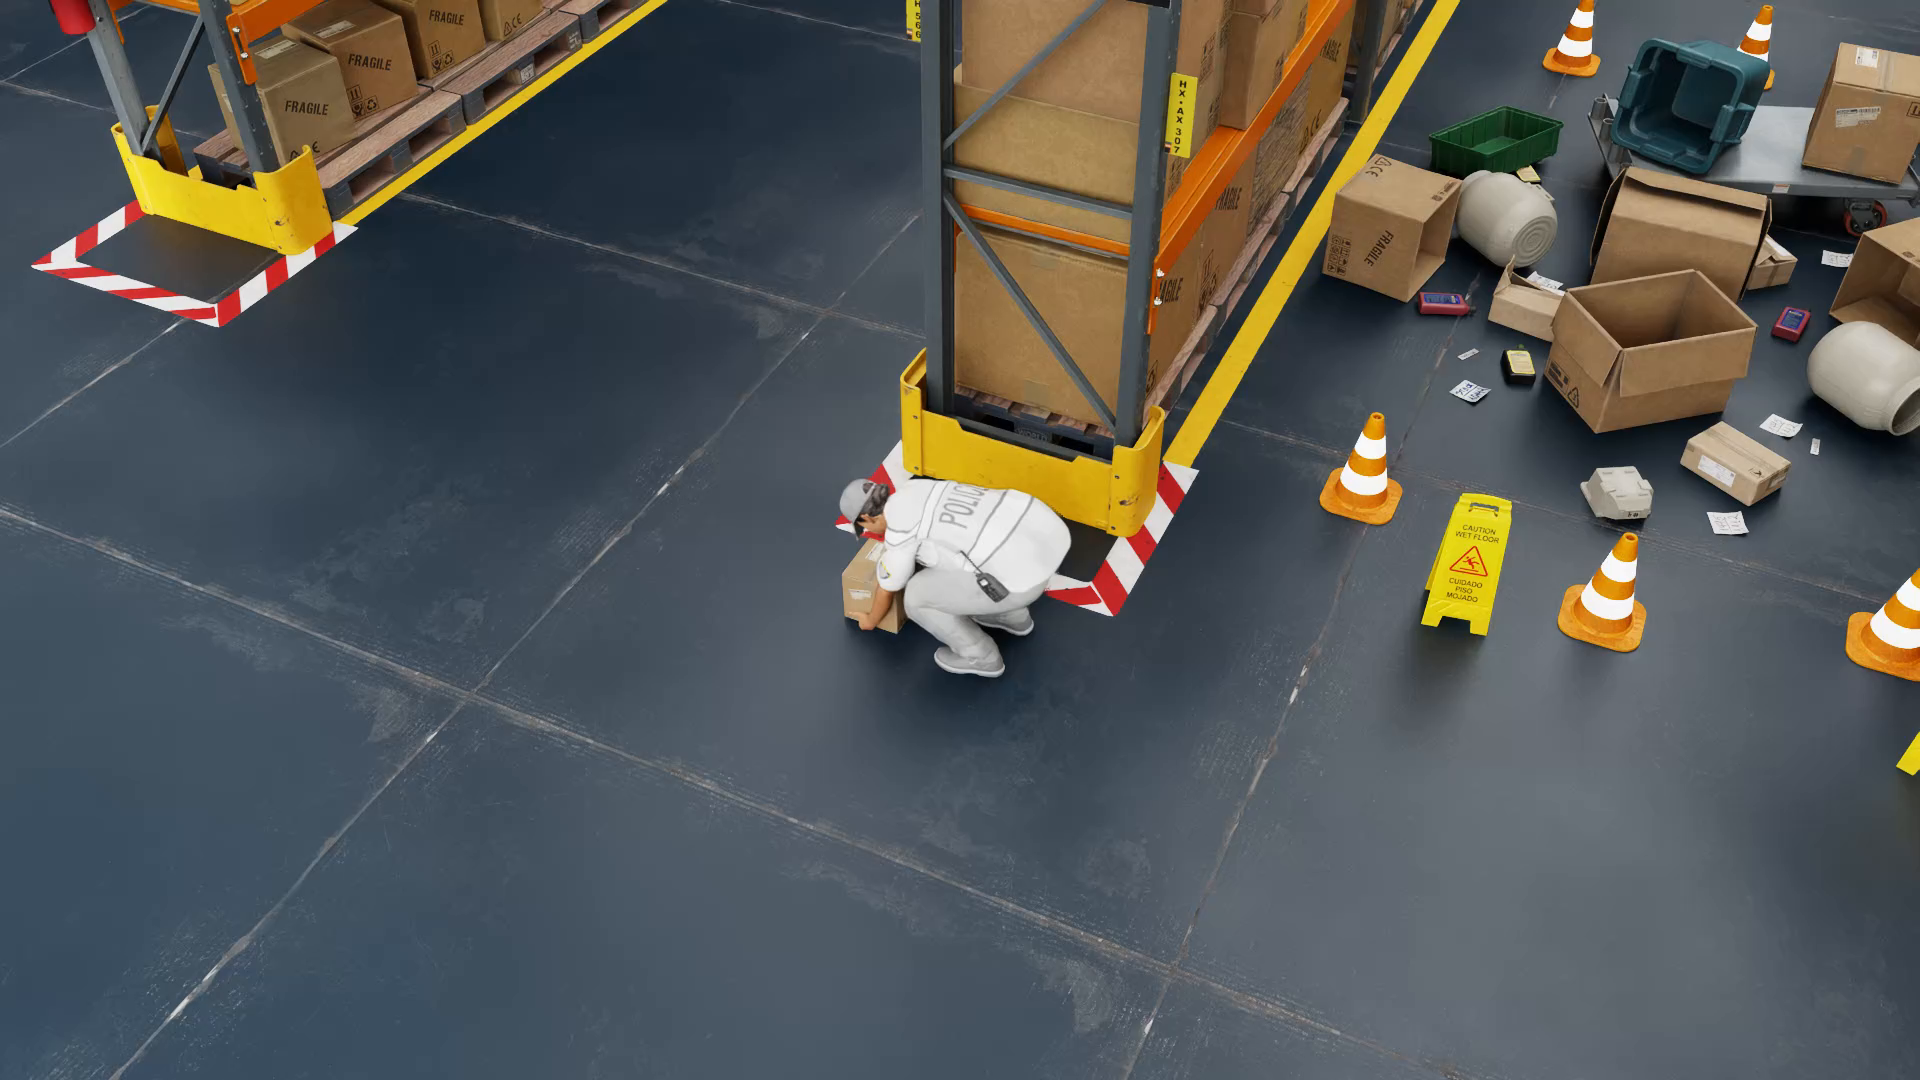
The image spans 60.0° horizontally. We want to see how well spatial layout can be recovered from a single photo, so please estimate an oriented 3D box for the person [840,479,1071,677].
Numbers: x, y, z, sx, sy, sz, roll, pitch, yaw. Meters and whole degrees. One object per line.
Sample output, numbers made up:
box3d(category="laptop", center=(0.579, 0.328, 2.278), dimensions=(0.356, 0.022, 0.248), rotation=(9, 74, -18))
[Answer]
box3d(category="person", center=(-0.048, 0.112, 6.724), dimensions=(0.919, 0.772, 0.510), rotation=(17, 45, 18))
